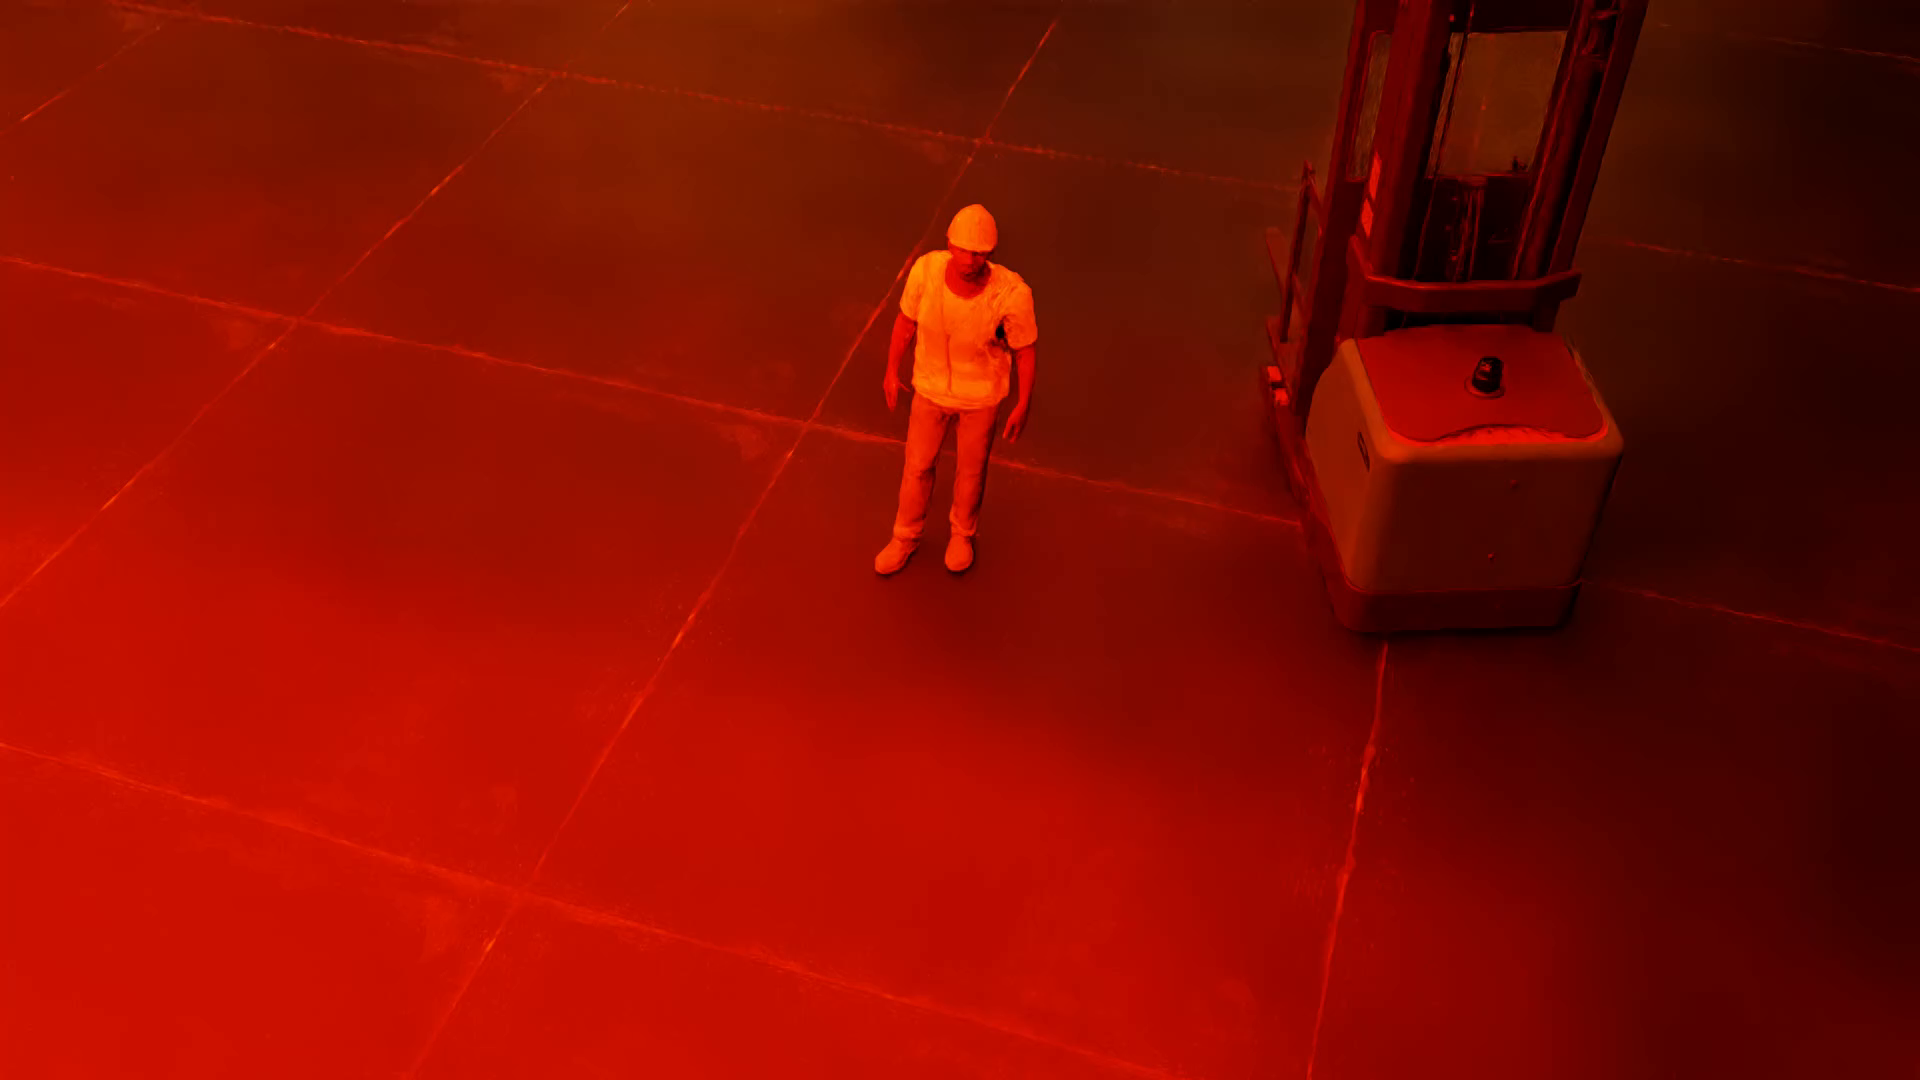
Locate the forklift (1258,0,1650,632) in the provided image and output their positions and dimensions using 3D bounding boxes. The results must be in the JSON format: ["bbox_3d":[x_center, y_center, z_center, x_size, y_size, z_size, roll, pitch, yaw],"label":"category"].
[{"bbox_3d":[2.132,-1.660,7.473,1.130,2.935,3.031,-2,43,-2],"label":"forklift"}]

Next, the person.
[{"bbox_3d":[-0.026,-0.608,7.187,0.665,1.766,0.576,12,44,13],"label":"person"}]
